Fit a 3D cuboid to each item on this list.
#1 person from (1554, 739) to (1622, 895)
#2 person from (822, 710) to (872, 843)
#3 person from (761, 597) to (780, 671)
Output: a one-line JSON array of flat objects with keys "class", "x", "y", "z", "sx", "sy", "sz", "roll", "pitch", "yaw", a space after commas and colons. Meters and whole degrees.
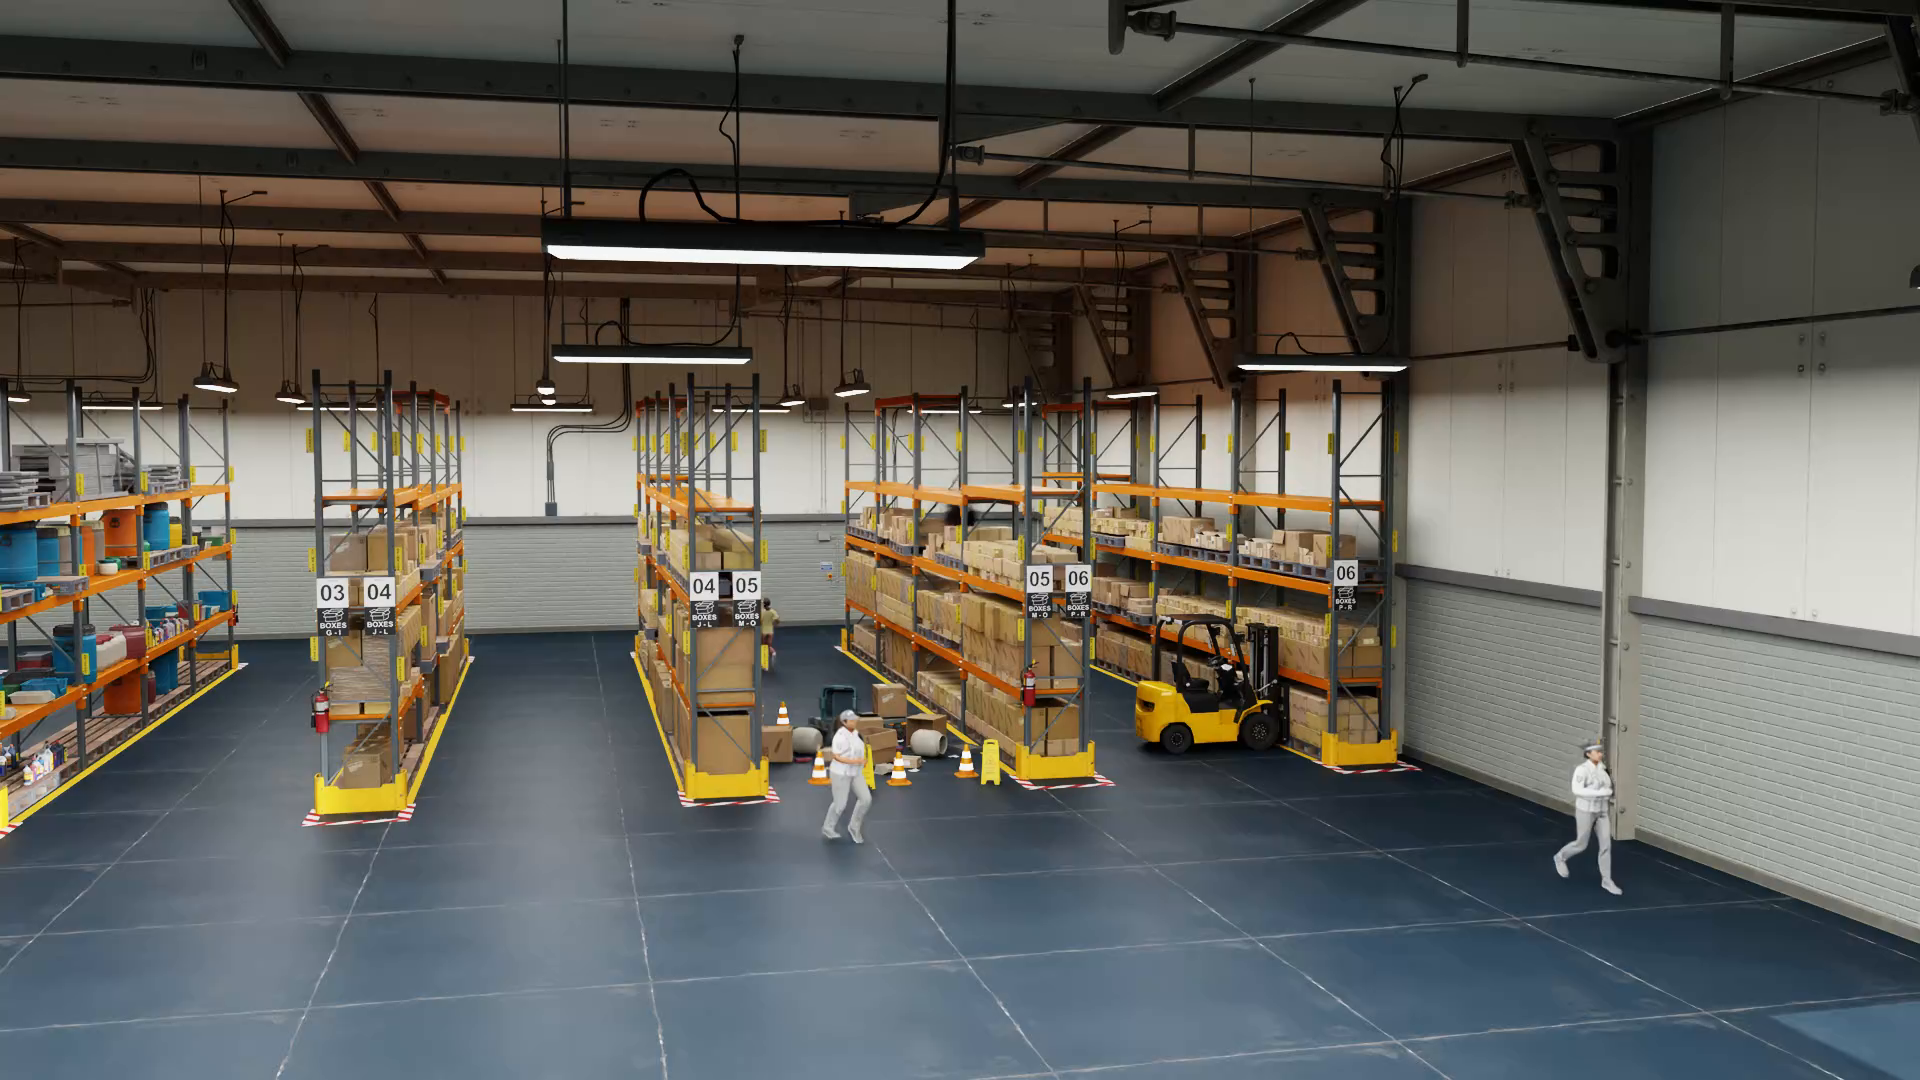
[{"class": "person", "x": 7.081, "y": 3.052, "z": 18.680, "sx": 0.644, "sy": 1.685, "sz": 0.907, "roll": -2, "pitch": 4, "yaw": -27}, {"class": "person", "x": -1.406, "y": 2.986, "z": 20.895, "sx": 0.712, "sy": 1.724, "sz": 0.615, "roll": 2, "pitch": 4, "yaw": 34}, {"class": "person", "x": -4.264, "y": 2.079, "z": 36.605, "sx": 0.580, "sy": 1.629, "sz": 0.686, "roll": -2, "pitch": 4, "yaw": -26}]
